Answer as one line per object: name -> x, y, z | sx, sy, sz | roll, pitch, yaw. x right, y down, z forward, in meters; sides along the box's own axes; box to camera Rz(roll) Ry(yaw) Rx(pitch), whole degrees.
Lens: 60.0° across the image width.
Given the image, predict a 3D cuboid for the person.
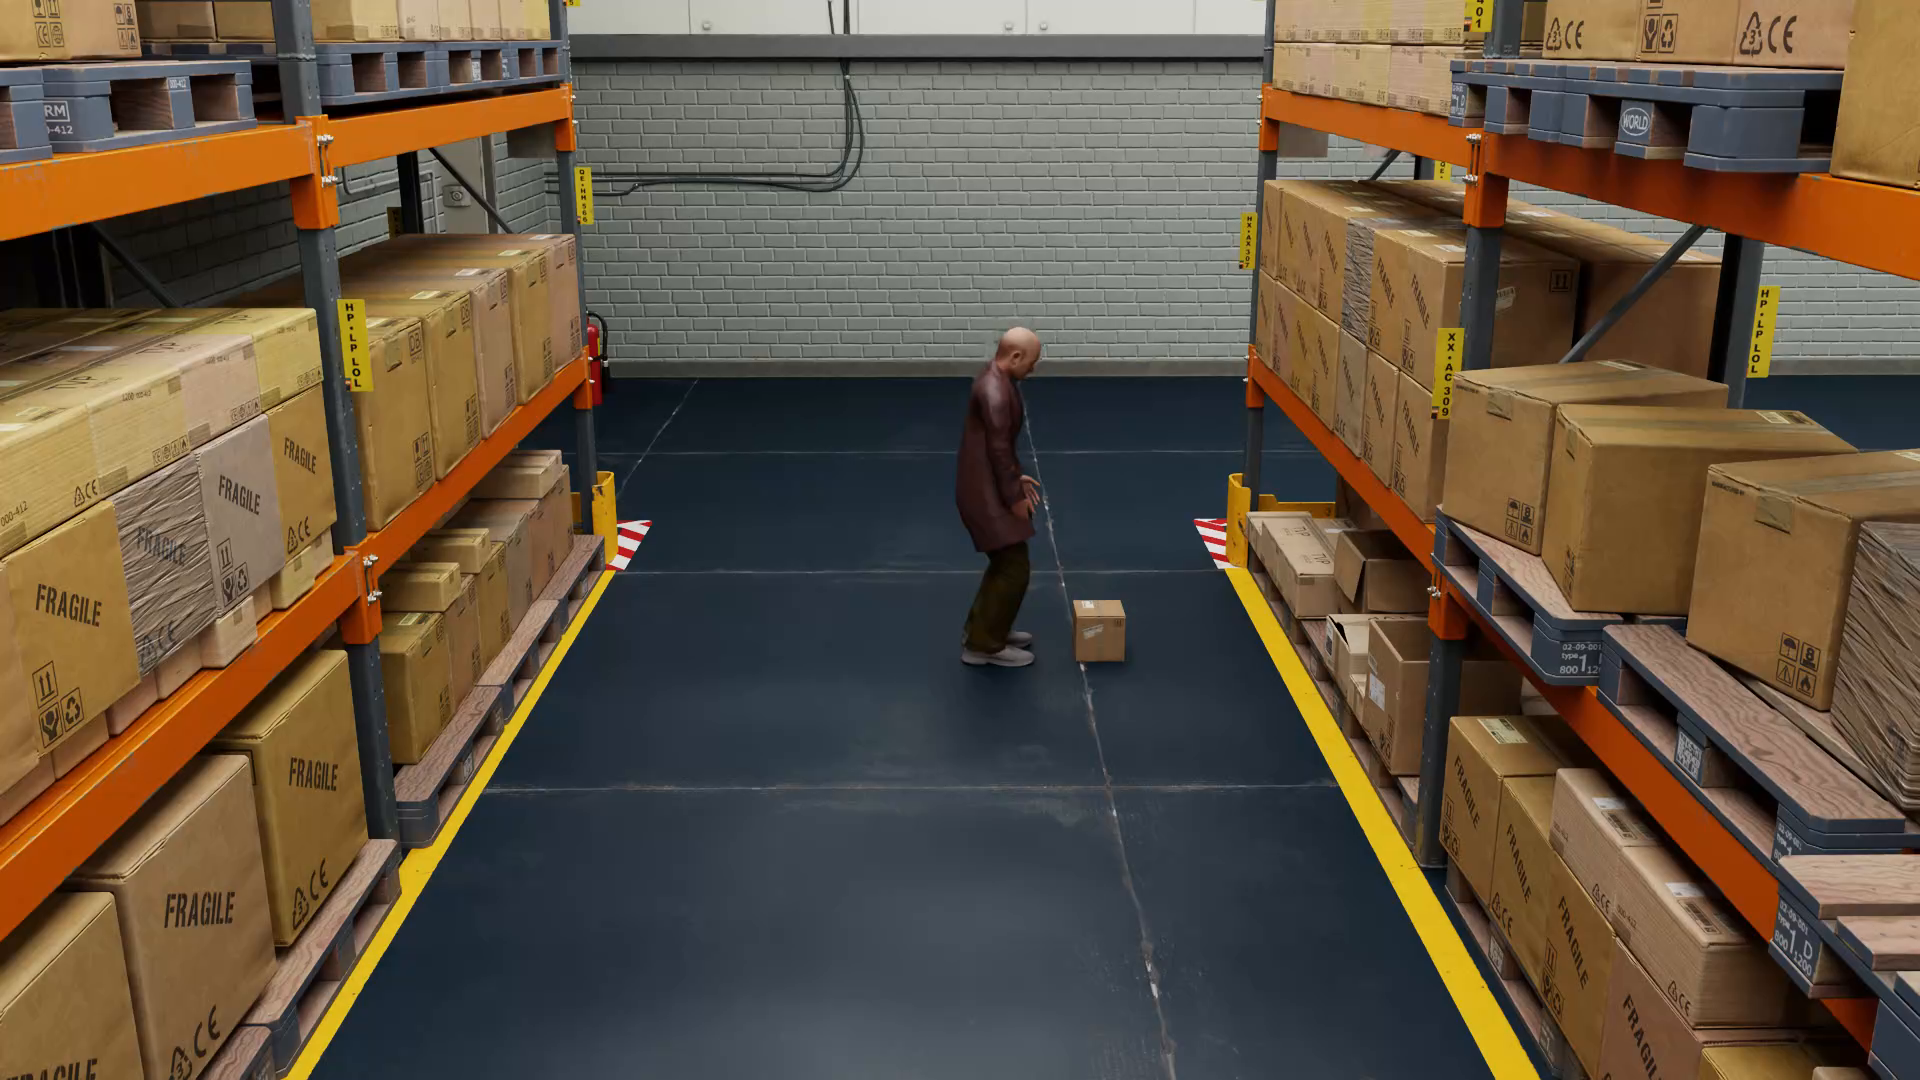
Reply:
person -> 0.197, -0.230, 8.455 | 0.442, 1.715, 0.595 | 0, 17, 1
